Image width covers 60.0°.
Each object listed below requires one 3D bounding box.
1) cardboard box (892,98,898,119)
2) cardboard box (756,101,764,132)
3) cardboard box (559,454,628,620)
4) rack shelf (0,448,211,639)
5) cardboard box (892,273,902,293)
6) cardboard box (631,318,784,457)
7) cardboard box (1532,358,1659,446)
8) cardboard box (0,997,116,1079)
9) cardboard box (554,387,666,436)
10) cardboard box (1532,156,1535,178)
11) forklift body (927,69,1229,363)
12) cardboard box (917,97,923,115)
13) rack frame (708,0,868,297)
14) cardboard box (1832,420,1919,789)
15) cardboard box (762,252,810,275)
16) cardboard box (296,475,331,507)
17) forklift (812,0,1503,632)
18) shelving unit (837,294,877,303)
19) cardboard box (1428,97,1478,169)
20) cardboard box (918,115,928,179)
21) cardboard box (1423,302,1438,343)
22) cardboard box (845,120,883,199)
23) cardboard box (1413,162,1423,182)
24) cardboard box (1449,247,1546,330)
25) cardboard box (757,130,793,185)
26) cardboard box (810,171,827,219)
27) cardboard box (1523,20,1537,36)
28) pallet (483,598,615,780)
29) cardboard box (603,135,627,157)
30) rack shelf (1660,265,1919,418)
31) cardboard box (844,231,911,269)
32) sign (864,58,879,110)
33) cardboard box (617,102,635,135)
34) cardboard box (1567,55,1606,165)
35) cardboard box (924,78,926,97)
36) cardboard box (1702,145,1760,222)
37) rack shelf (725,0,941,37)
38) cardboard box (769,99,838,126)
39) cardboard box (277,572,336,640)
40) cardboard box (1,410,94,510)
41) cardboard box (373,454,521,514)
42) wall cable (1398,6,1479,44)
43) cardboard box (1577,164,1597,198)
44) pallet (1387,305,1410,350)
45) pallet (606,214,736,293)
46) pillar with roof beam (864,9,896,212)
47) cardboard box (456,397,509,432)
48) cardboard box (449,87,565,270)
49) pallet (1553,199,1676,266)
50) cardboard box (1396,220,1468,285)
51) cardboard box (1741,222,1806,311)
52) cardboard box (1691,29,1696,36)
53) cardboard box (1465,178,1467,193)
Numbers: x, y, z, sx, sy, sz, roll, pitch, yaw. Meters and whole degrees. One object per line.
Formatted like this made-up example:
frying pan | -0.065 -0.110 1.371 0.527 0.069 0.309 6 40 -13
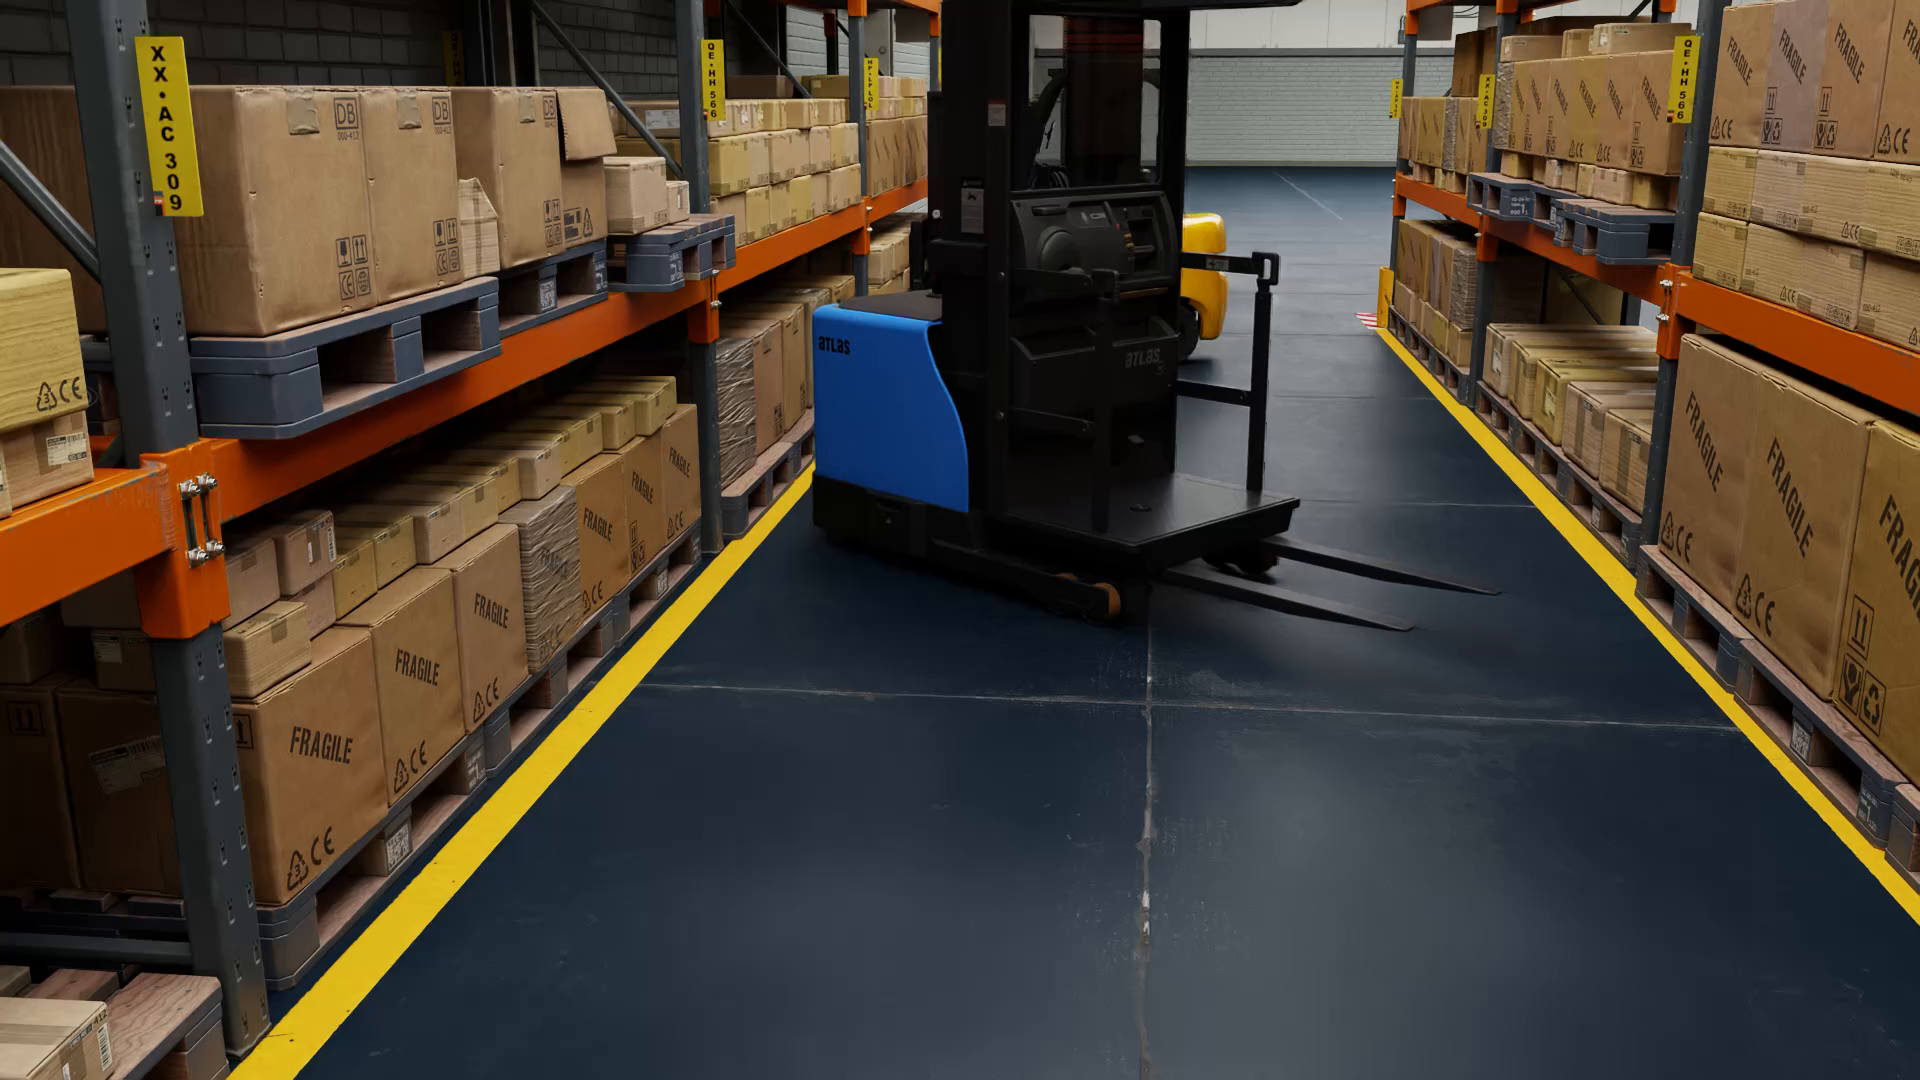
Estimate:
cardboard box | -0.659 -3.143 12.106 0.380 0.149 0.250 2 15 6
cardboard box | -1.193 -2.110 8.286 0.380 0.149 0.250 2 15 7
cardboard box | -1.527 -0.019 5.970 0.500 0.500 0.500 2 15 9
rack shelf | -2.246 0.499 1.447 1.077 0.370 4.000 2 15 6
cardboard box | -0.702 -1.805 12.098 0.500 0.250 0.500 2 15 6
cardboard box | -1.420 -0.792 8.588 0.875 0.625 0.625 2 15 8
cardboard box | 3.603 -0.728 8.836 0.950 0.372 0.625 2 15 8
cardboard box | -1.792 0.960 3.023 0.380 0.149 0.250 1 15 5
cardboard box | -1.374 -0.506 6.529 0.380 0.149 0.250 1 15 3
cardboard box | 3.445 -2.104 9.372 0.380 0.149 0.250 3 15 10
forklift body | 0.932 -2.524 12.875 2.313 2.155 1.214 2 15 6
cardboard box | -0.517 -3.610 13.830 0.380 0.149 0.250 2 15 7
rack frame | -1.118 -2.442 10.945 1.000 3.000 0.127 2 15 6
cardboard box | 2.996 0.204 4.428 0.875 0.875 0.875 2 15 8
cardboard box | -1.255 -1.933 11.612 0.500 0.250 0.500 2 15 7
cardboard box | -2.162 -0.117 5.089 0.380 0.149 0.250 2 15 7
forklift | 0.708 -1.236 6.617 1.130 2.935 3.031 -14 21 -42
shelving unit | -0.422 -0.636 8.004 0.252 1.050 0.215 -15 21 -43
cardboard box | 3.776 -3.012 12.294 0.500 0.500 0.500 1 15 5
cardboard box | -0.529 -3.258 13.771 0.500 0.500 0.500 2 15 8
cardboard box | 3.726 -1.603 12.308 0.500 0.250 0.500 2 15 7
cardboard box | -0.809 -2.597 11.329 0.500 0.500 0.500 1 15 5
cardboard box | 3.822 -2.934 13.246 0.380 0.149 0.250 2 15 7
cardboard box | 3.614 -1.695 11.211 0.500 0.500 0.500 1 15 5
cardboard box | -1.142 -1.946 8.442 0.500 0.250 0.500 1 15 5
cardboard box | -1.053 -1.972 9.497 0.500 0.250 0.500 2 15 7
cardboard box | 4.159 -3.210 11.112 0.700 0.500 0.500 2 15 7
pallet | -1.831 0.450 5.594 1.003 0.211 1.213 2 15 6
cardboard box | -1.795 -1.698 7.524 0.500 0.250 0.500 2 15 8
rack shelf | 3.137 -0.393 4.747 1.077 0.370 4.000 2 15 6
cardboard box | -0.639 -2.178 12.516 0.500 0.250 0.500 2 15 8
sign | -0.578 -2.949 10.755 0.100 0.325 0.005 2 15 6
cardboard box | -1.725 -1.992 7.850 0.380 0.149 0.250 2 15 6
cardboard box | 3.241 -2.045 7.912 0.500 0.500 0.500 1 15 2
cardboard box | -0.495 -3.820 14.039 0.380 0.149 0.250 2 15 6
cardboard box | 3.060 -1.304 6.067 0.500 0.250 0.500 2 15 6
rack shelf | -0.892 -4.061 12.566 1.077 0.370 4.000 2 15 6
cardboard box | -0.925 -2.506 9.750 0.380 0.149 0.250 1 15 5
cardboard box | -1.762 0.165 4.048 0.380 0.149 0.250 1 15 5
cardboard box | -1.806 -0.155 2.971 0.380 0.149 0.250 2 15 7
cardboard box | -1.629 -0.172 5.295 0.380 0.149 0.250 2 15 6
wall cable | 12.822 -16.085 43.392 2.305 6.003 0.169 2 15 6
cardboard box | 3.162 -1.708 7.907 0.380 0.149 0.250 2 15 7
pallet | 4.130 -1.758 13.760 1.003 0.211 1.213 2 15 6
pallet | -1.576 -1.134 6.476 1.213 0.211 1.003 2 15 6
pillar with roof beam | 3.314 -7.650 18.715 9.100 9.000 0.400 2 15 6
cardboard box | -1.943 -0.452 6.330 0.380 0.149 0.250 2 15 7
cardboard box | -1.597 -1.074 4.893 0.700 0.500 0.500 2 15 6
pallet | 3.338 -1.354 7.292 1.213 0.211 1.003 2 15 6
cardboard box | 3.898 -2.364 13.684 0.500 0.500 0.500 1 15 4
cardboard box | 3.017 -0.933 5.655 0.500 0.250 0.500 1 15 5
cardboard box | 3.914 -2.627 8.821 0.380 0.149 0.250 1 15 4
cardboard box | 3.718 -2.462 11.501 0.380 0.149 0.250 1 15 5
